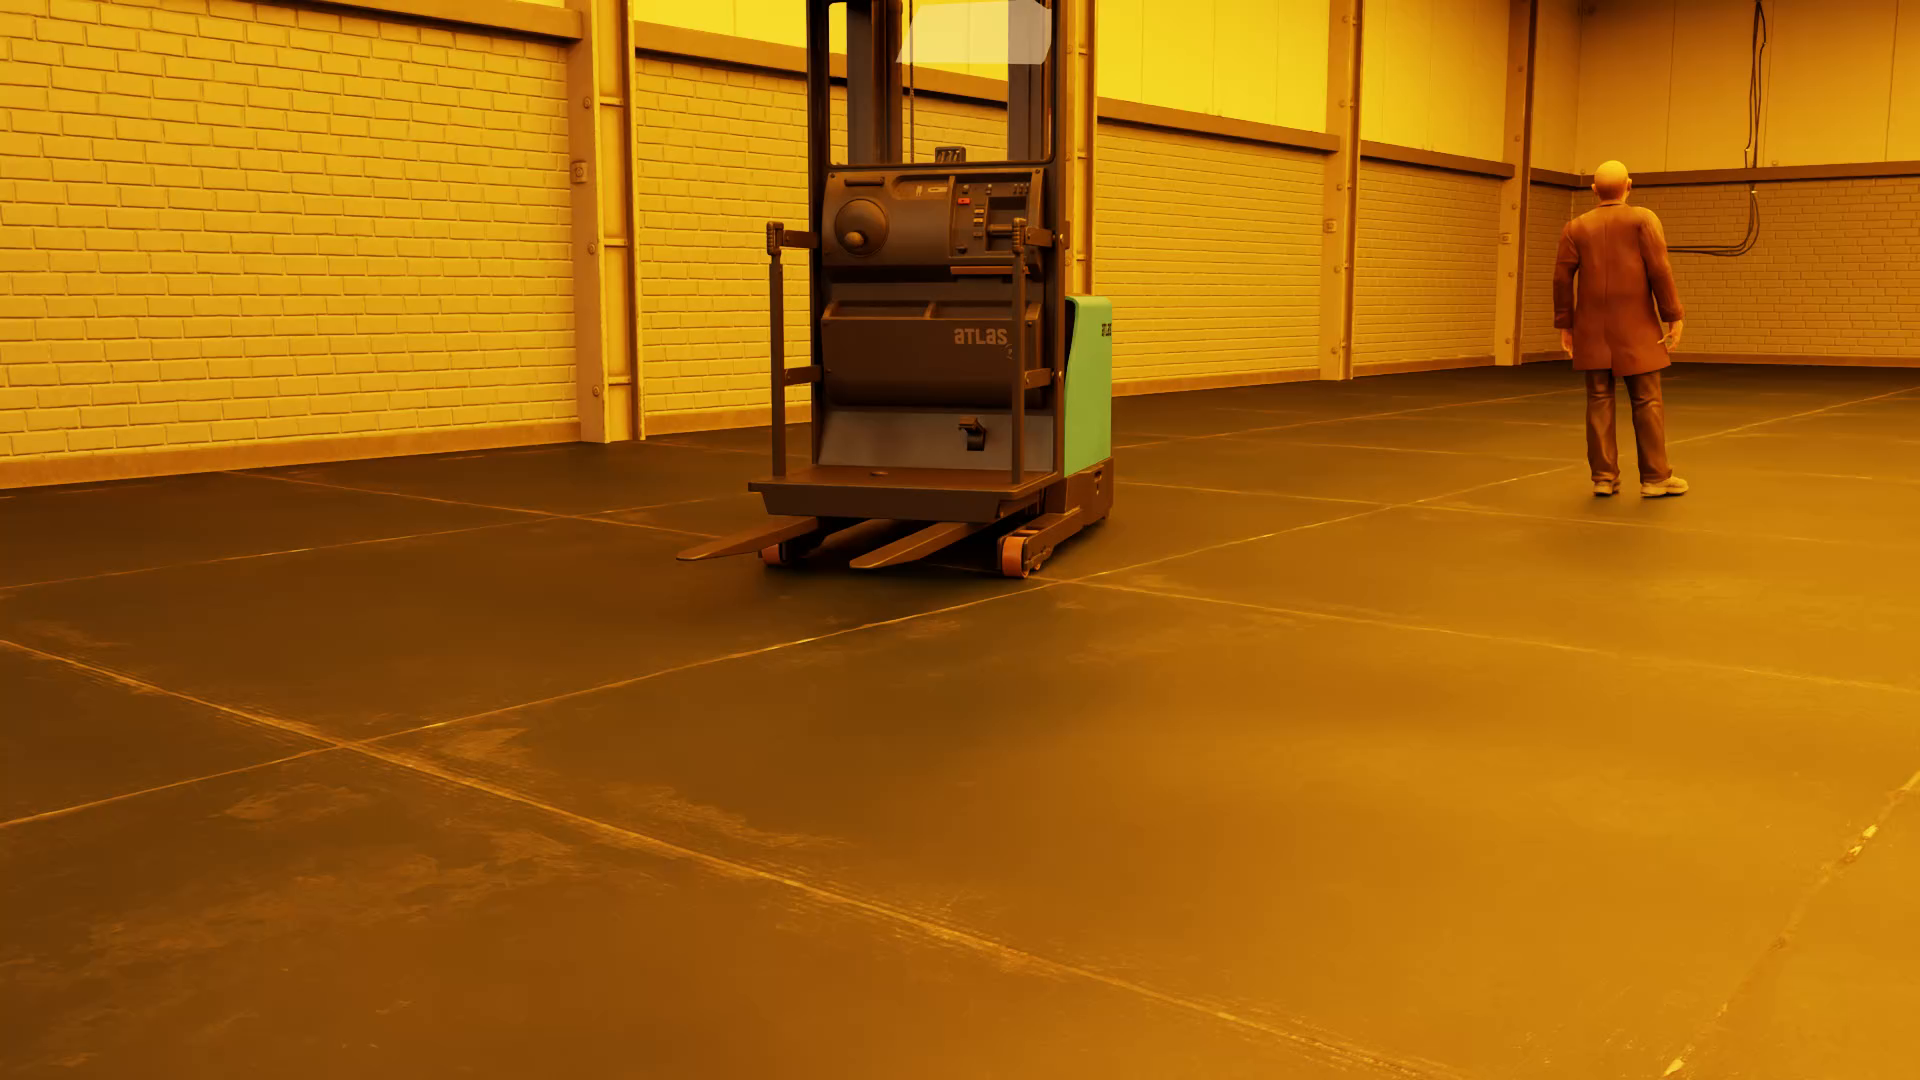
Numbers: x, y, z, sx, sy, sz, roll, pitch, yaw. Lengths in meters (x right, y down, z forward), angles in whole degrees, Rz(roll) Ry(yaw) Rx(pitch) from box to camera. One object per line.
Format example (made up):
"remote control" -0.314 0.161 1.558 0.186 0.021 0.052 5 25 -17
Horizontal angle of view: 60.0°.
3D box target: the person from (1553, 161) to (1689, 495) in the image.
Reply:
"person" 3.589 -1.141 9.015 0.697 1.775 0.582 7 11 41

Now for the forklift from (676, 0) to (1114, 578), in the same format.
"forklift" -0.176 -1.366 6.616 1.130 2.935 3.031 3 9 17
